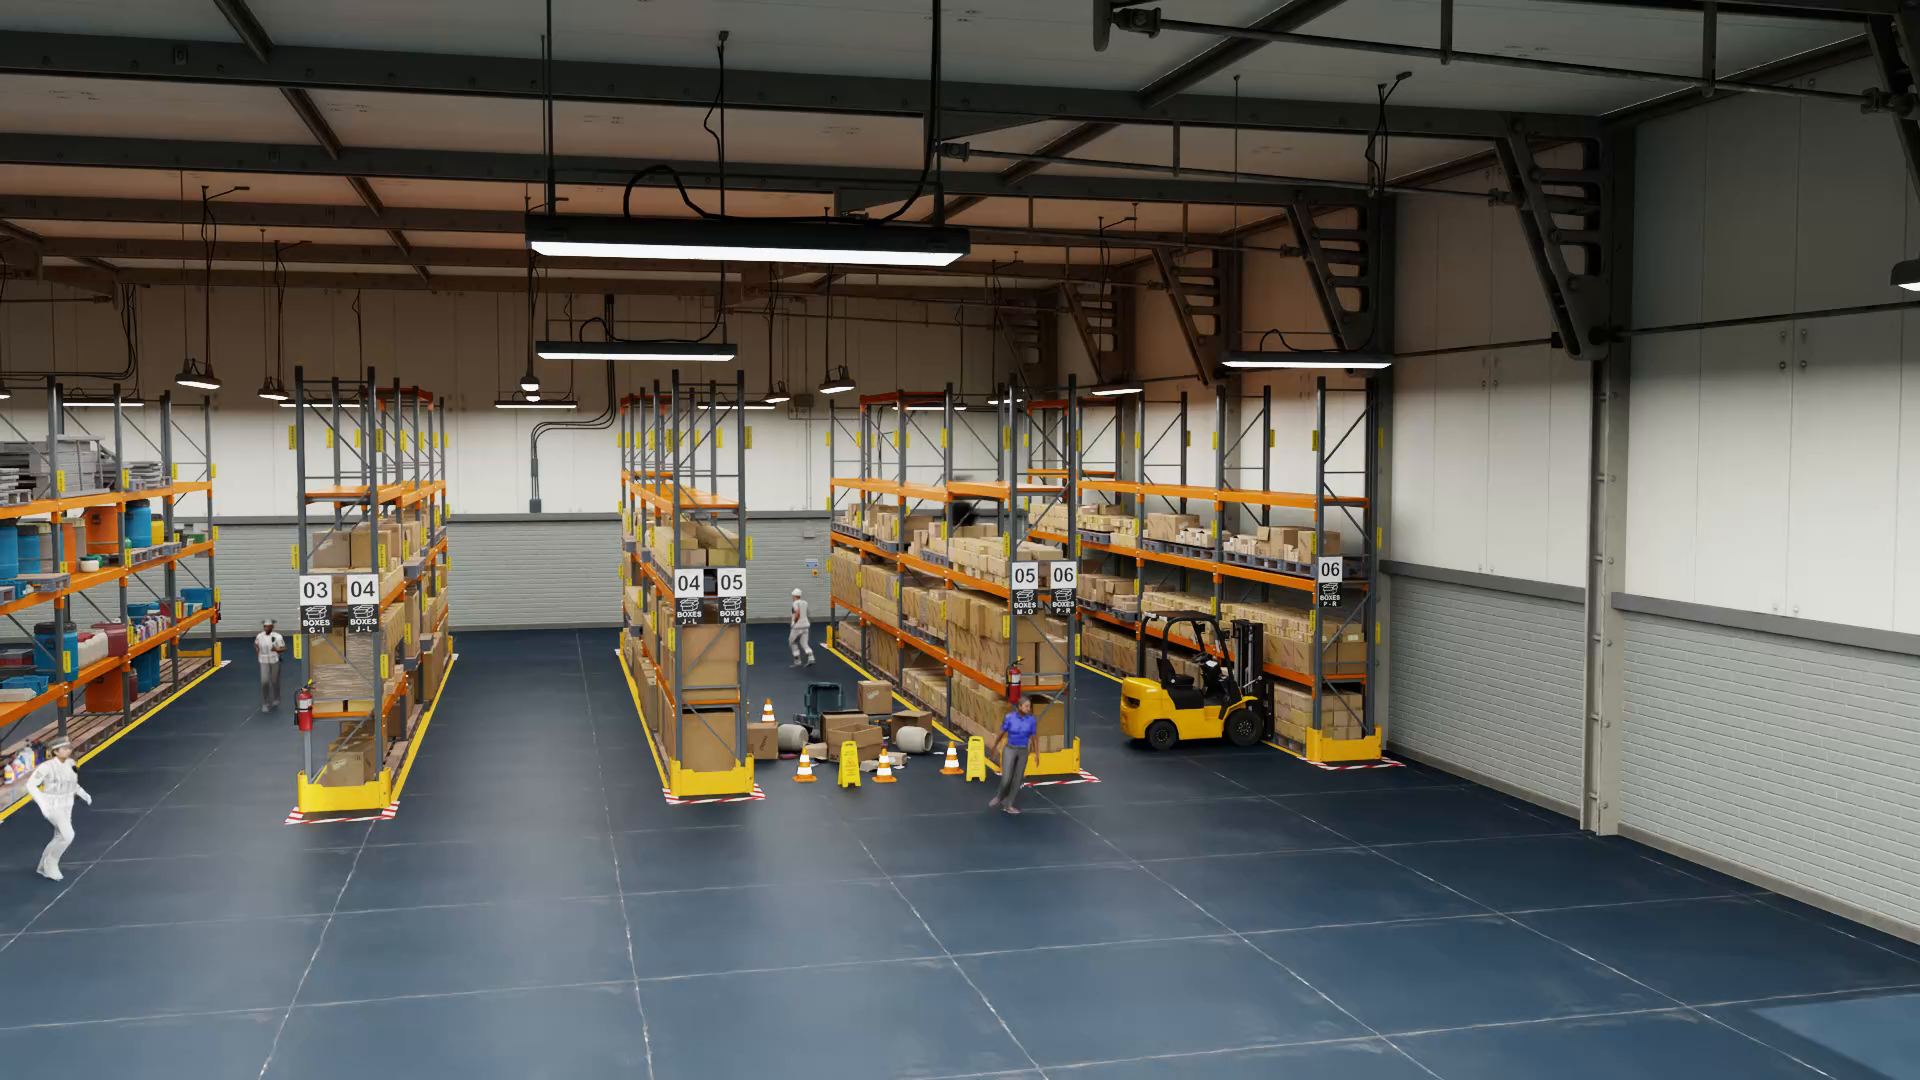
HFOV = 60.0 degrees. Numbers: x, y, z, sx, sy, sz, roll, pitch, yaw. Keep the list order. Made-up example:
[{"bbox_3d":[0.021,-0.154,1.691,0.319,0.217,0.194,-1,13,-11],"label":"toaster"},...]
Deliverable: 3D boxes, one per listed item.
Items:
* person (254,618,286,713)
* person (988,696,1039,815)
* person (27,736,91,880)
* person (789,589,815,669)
[{"bbox_3d":[-12.815,2.310,30.878,0.582,1.732,0.727,-1,3,-13],"label":"person"},{"bbox_3d":[0.722,2.874,22.276,0.613,1.627,0.530,-1,4,-18],"label":"person"},{"bbox_3d":[-10.273,3.045,18.923,0.710,1.651,0.567,1,4,15],"label":"person"},{"bbox_3d":[-3.404,1.948,36.304,0.860,1.760,0.620,3,5,42],"label":"person"}]
